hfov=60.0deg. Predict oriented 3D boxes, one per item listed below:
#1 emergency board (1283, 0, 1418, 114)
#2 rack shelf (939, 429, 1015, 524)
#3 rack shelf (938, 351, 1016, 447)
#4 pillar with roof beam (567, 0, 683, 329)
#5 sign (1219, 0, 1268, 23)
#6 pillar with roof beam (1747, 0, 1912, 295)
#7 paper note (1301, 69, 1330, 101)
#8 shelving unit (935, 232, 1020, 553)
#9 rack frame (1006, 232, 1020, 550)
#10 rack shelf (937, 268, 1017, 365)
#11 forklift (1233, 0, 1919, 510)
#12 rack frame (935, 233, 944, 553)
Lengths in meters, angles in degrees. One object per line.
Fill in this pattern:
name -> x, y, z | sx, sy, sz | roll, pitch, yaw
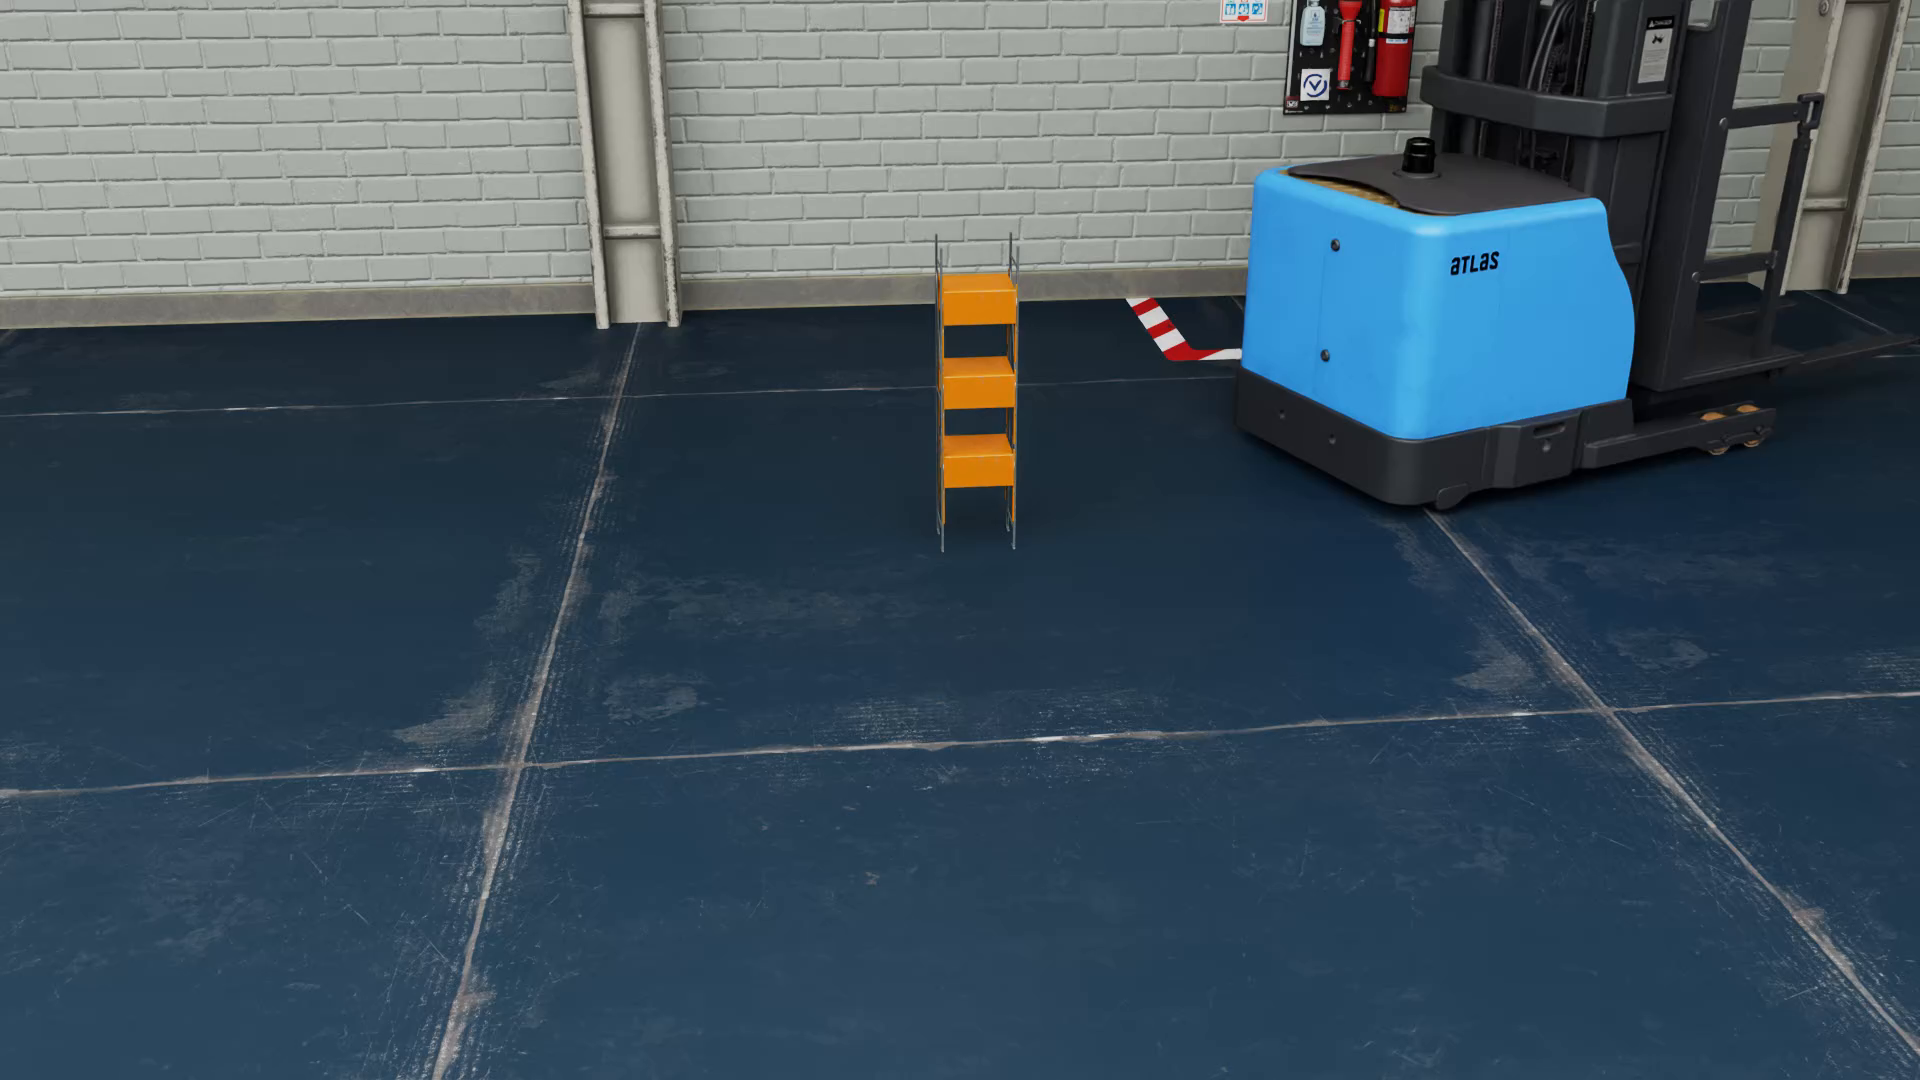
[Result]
emergency board -> 1.932, -2.621, 7.954 | 0.643, 1.169, 0.194 | -2, 24, -5
rack shelf -> 0.053, -0.218, 5.659 | 0.240, 0.259, 0.215 | -2, 24, -5
rack shelf -> 0.053, -0.472, 5.546 | 0.240, 0.259, 0.215 | -2, 24, -5
pillar with roof beam -> -1.153, -3.466, 2.469 | 0.400, 9.000, 9.100 | -2, 24, -5
sign -> 1.371, -2.657, 7.991 | 0.234, 0.329, 0.001 | -2, 24, -5
pillar with roof beam -> 4.818, -3.706, 3.008 | 0.400, 9.000, 9.100 | -2, 24, -5
paper note -> 1.749, -2.240, 8.180 | 0.142, 0.148, 0.016 | -2, 24, -5
shelving unit -> 0.053, -0.482, 5.542 | 0.252, 1.050, 0.215 | -2, 24, -5
rack frame -> 0.175, -0.487, 5.553 | 0.008, 1.050, 0.200 | -2, 24, -5
rack shelf -> 0.053, -0.732, 5.431 | 0.240, 0.259, 0.215 | -2, 24, -5
forklift -> 2.640, -1.848, 6.299 | 3.031, 2.935, 1.130 | -12, 27, -24
rack frame -> -0.068, -0.477, 5.531 | 0.008, 1.050, 0.200 | -2, 24, -5
